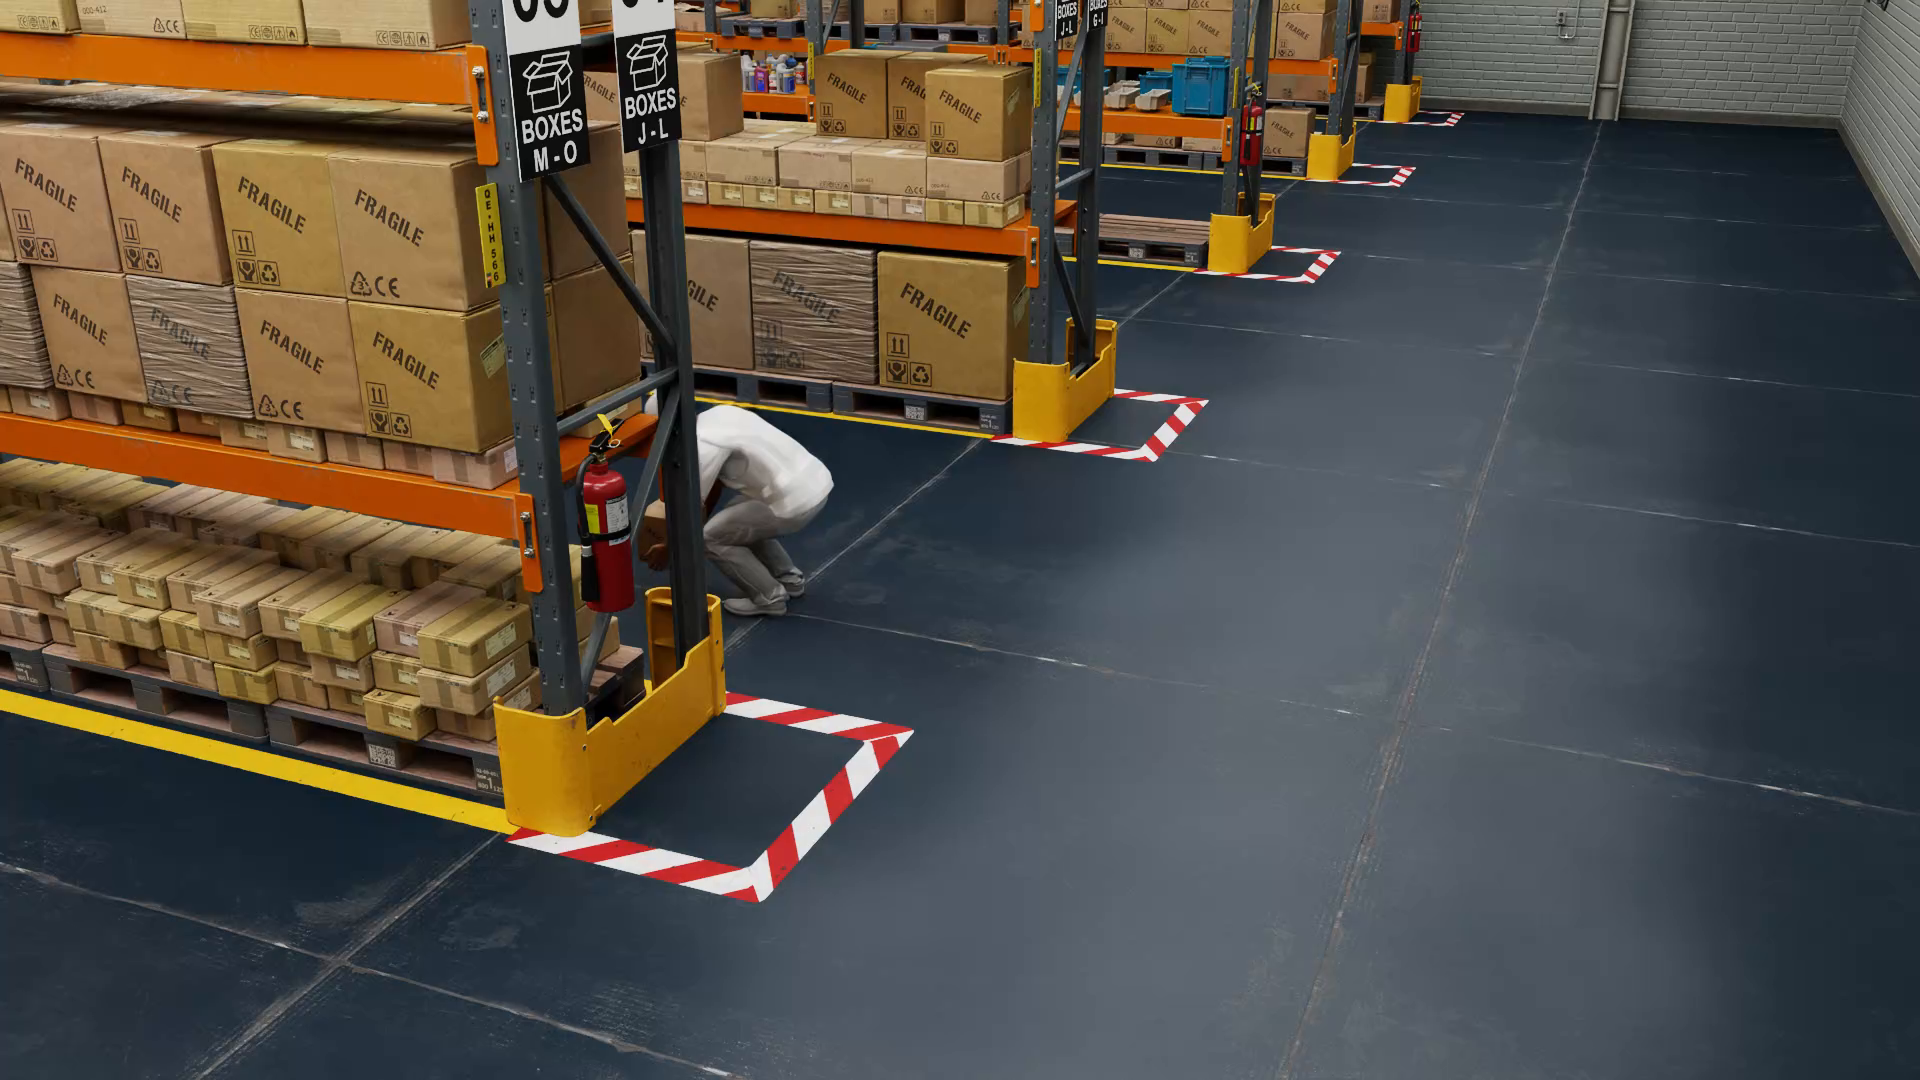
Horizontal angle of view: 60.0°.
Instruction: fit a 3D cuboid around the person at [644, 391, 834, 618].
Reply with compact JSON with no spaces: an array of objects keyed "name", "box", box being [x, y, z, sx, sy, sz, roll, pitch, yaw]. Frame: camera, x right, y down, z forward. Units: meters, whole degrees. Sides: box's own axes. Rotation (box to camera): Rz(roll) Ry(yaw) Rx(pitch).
[{"name":"person","box":[-1.055,-0.189,7.922,0.862,1.091,0.599,5,23,12]}]
